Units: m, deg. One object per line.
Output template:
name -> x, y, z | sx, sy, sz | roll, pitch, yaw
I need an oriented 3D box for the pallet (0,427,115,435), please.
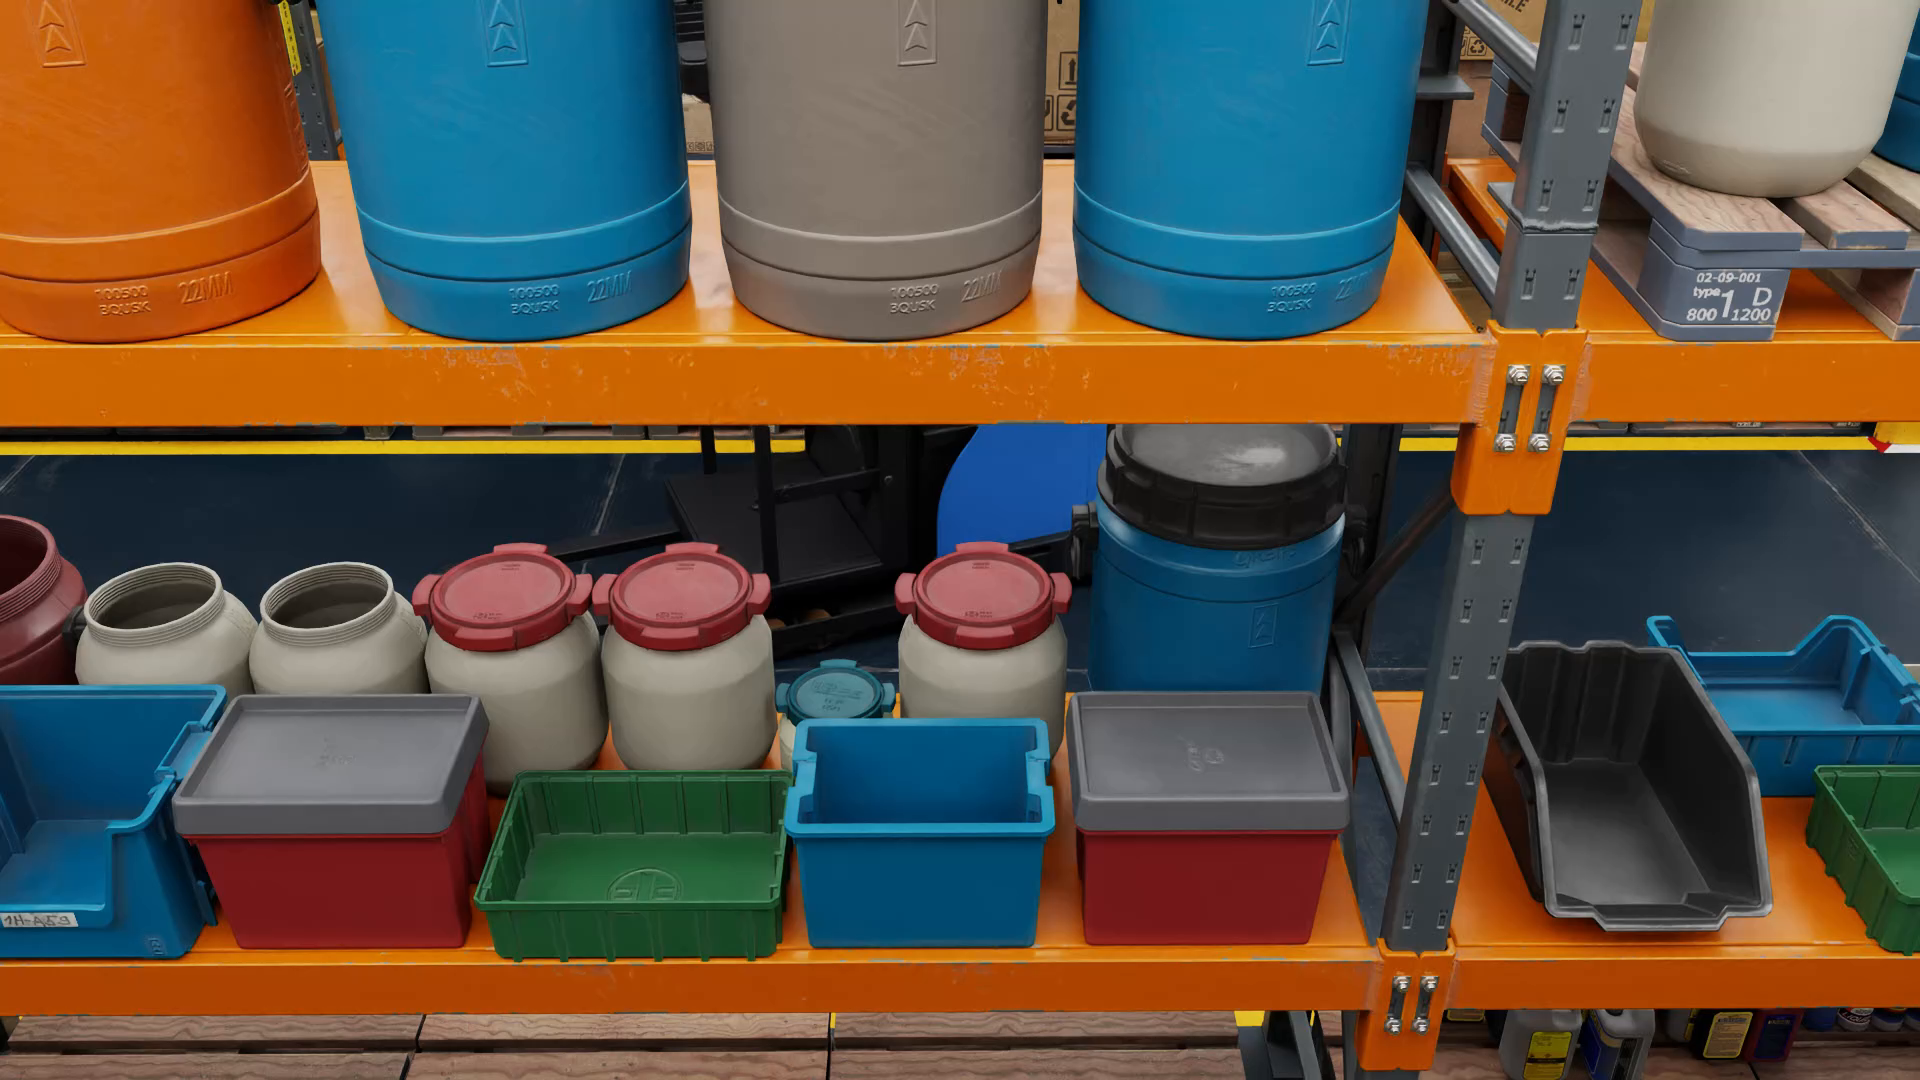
pallet -> -5.020, -0.895, 9.021 | 1.213, 0.211, 1.003 | 0, 31, 0

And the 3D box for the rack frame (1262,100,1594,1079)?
rack frame -> 1.015, 0.504, 4.028 | 0.127, 3.000, 1.000 | 0, 31, 0

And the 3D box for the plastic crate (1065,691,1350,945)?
plastic crate -> 0.533, 0.637, 3.747 | 0.583, 0.464, 0.402 | 0, 31, 0

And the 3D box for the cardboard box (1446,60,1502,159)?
cardboard box -> 2.435, -2.241, 8.169 | 0.500, 0.500, 0.875 | 0, 31, 0

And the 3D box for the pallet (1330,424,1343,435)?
pallet -> 1.657, -0.893, 9.019 | 1.213, 0.211, 1.003 | 0, 31, 0

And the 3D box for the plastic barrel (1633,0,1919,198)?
plastic barrel -> 1.447, -0.905, 2.946 | 0.421, 0.512, 0.421 | 0, 31, 0

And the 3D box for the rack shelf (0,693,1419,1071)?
rack shelf -> -0.985, 0.818, 4.204 | 4.000, 0.370, 1.077 | 0, 31, 0

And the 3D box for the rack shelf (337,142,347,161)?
rack shelf -> -5.015, -1.739, 8.418 | 4.000, 0.370, 1.077 | 0, 31, 0

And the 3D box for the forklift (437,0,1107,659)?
forklift -> -0.706, -1.067, 6.682 | 3.031, 2.935, 1.130 | -12, 33, -19

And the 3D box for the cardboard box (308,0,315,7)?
cardboard box -> -5.160, -3.912, 12.588 | 0.500, 0.250, 0.500 | 1, 31, 2

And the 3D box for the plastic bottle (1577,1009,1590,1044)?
plastic bottle -> 1.849, 1.296, 4.851 | 0.185, 0.351, 0.144 | -2, 31, -3

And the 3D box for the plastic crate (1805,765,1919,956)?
plastic crate -> 2.374, 0.737, 3.848 | 0.662, 0.188, 0.450 | 0, 31, 0

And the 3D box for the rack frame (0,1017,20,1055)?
rack frame -> -2.985, 0.517, 4.007 | 0.127, 3.000, 1.000 | 0, 31, 0

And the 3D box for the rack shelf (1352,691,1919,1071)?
rack shelf -> 3.015, 0.805, 4.224 | 4.000, 0.370, 1.077 | 0, 31, 0

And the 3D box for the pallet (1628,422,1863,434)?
pallet -> 4.097, -0.901, 9.032 | 1.213, 0.211, 1.003 | 0, 31, 0

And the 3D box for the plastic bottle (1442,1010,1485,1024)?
plastic bottle -> 1.494, 1.305, 4.902 | 0.133, 0.283, 0.061 | 1, 31, 2

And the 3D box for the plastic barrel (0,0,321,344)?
plastic barrel -> -1.508, -0.842, 2.939 | 0.708, 0.830, 0.600 | 0, 31, 0

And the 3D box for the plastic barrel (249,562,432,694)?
plastic barrel -> -1.536, 0.353, 4.168 | 0.421, 0.512, 0.421 | 0, 31, 0

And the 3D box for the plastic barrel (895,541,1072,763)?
plastic barrel -> 0.057, 0.335, 4.175 | 0.433, 0.535, 0.433 | 0, 31, 0

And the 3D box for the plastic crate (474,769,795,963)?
plastic crate -> -0.725, 0.747, 3.832 | 0.662, 0.188, 0.450 | 0, 31, 0

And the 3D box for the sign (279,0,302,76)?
sign -> -3.008, -2.260, 7.466 | 0.005, 0.325, 0.100 | 0, 31, 0

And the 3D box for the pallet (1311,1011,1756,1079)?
pallet -> 1.687, 1.716, 4.719 | 1.213, 0.211, 1.003 | 0, 31, 0

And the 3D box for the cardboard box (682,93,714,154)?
cardboard box -> -1.337, -2.054, 7.983 | 0.500, 0.250, 0.500 | -1, 31, -2

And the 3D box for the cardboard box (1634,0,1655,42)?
cardboard box -> 2.937, -2.543, 7.703 | 0.500, 0.500, 0.500 | 0, 31, 0

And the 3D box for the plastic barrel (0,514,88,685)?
plastic barrel -> -2.522, 0.300, 4.233 | 0.708, 0.536, 0.600 | 0, 31, 0

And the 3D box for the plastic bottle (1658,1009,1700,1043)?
plastic bottle -> 2.172, 1.295, 4.853 | 0.185, 0.351, 0.144 | 0, 31, -1

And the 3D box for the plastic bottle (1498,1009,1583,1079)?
plastic bottle -> 1.658, 1.372, 4.727 | 0.185, 0.351, 0.144 | 0, 31, 0

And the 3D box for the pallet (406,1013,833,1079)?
pallet -> -0.993, 1.724, 4.705 | 1.213, 0.211, 1.003 | 0, 31, 0

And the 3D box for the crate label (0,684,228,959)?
crate label -> -1.990, 0.639, 3.772 | 0.616, 0.435, 0.502 | 0, 31, 0

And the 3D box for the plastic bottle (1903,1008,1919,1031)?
plastic bottle -> 2.858, 1.315, 4.897 | 0.097, 0.271, 0.097 | 0, 31, 0

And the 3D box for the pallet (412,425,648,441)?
pallet -> -2.233, -0.862, 8.967 | 1.213, 0.211, 1.003 | 0, 31, 0

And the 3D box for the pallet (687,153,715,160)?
pallet -> -1.035, -1.998, 8.336 | 1.213, 0.211, 1.003 | 0, 31, 0

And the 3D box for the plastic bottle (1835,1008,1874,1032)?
plastic bottle -> 2.658, 1.346, 4.914 | 0.097, 0.201, 0.097 | 0, 31, 0

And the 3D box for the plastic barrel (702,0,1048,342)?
plastic barrel -> -0.146, -0.876, 2.928 | 0.600, 0.901, 0.600 | 0, 31, 0

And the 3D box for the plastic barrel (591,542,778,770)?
plastic barrel -> -0.676, 0.337, 4.171 | 0.433, 0.535, 0.433 | 0, 31, 0

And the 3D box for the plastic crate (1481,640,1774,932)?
plastic crate -> 1.540, 0.595, 3.938 | 0.504, 0.338, 0.767 | 0, 31, 0

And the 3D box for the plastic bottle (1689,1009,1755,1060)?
plastic bottle -> 2.199, 1.377, 4.783 | 0.133, 0.283, 0.061 | 0, 31, 0
